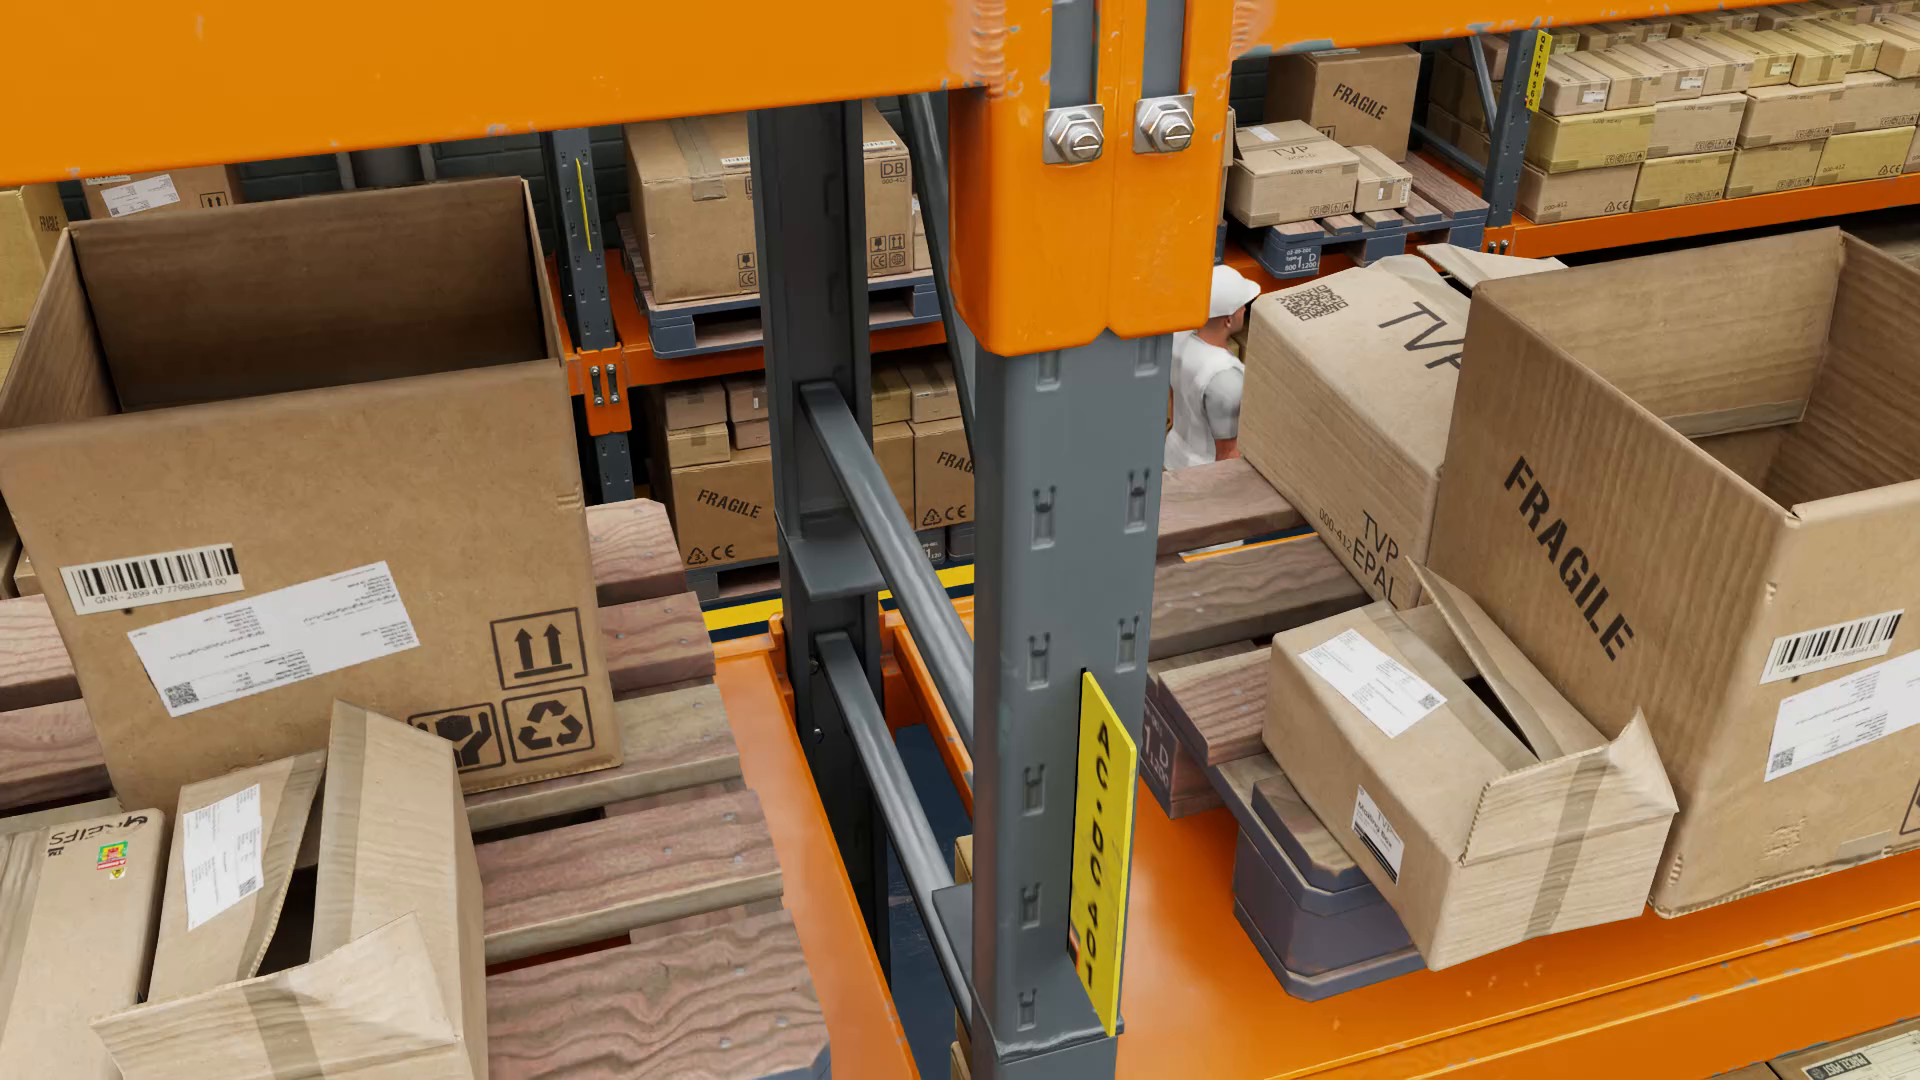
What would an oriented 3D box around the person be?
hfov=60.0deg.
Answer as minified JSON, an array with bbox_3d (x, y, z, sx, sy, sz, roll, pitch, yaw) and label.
[{"bbox_3d":[0.964,-0.228,6.481,0.344,1.809,0.524,-10,35,-15],"label":"person"}]
